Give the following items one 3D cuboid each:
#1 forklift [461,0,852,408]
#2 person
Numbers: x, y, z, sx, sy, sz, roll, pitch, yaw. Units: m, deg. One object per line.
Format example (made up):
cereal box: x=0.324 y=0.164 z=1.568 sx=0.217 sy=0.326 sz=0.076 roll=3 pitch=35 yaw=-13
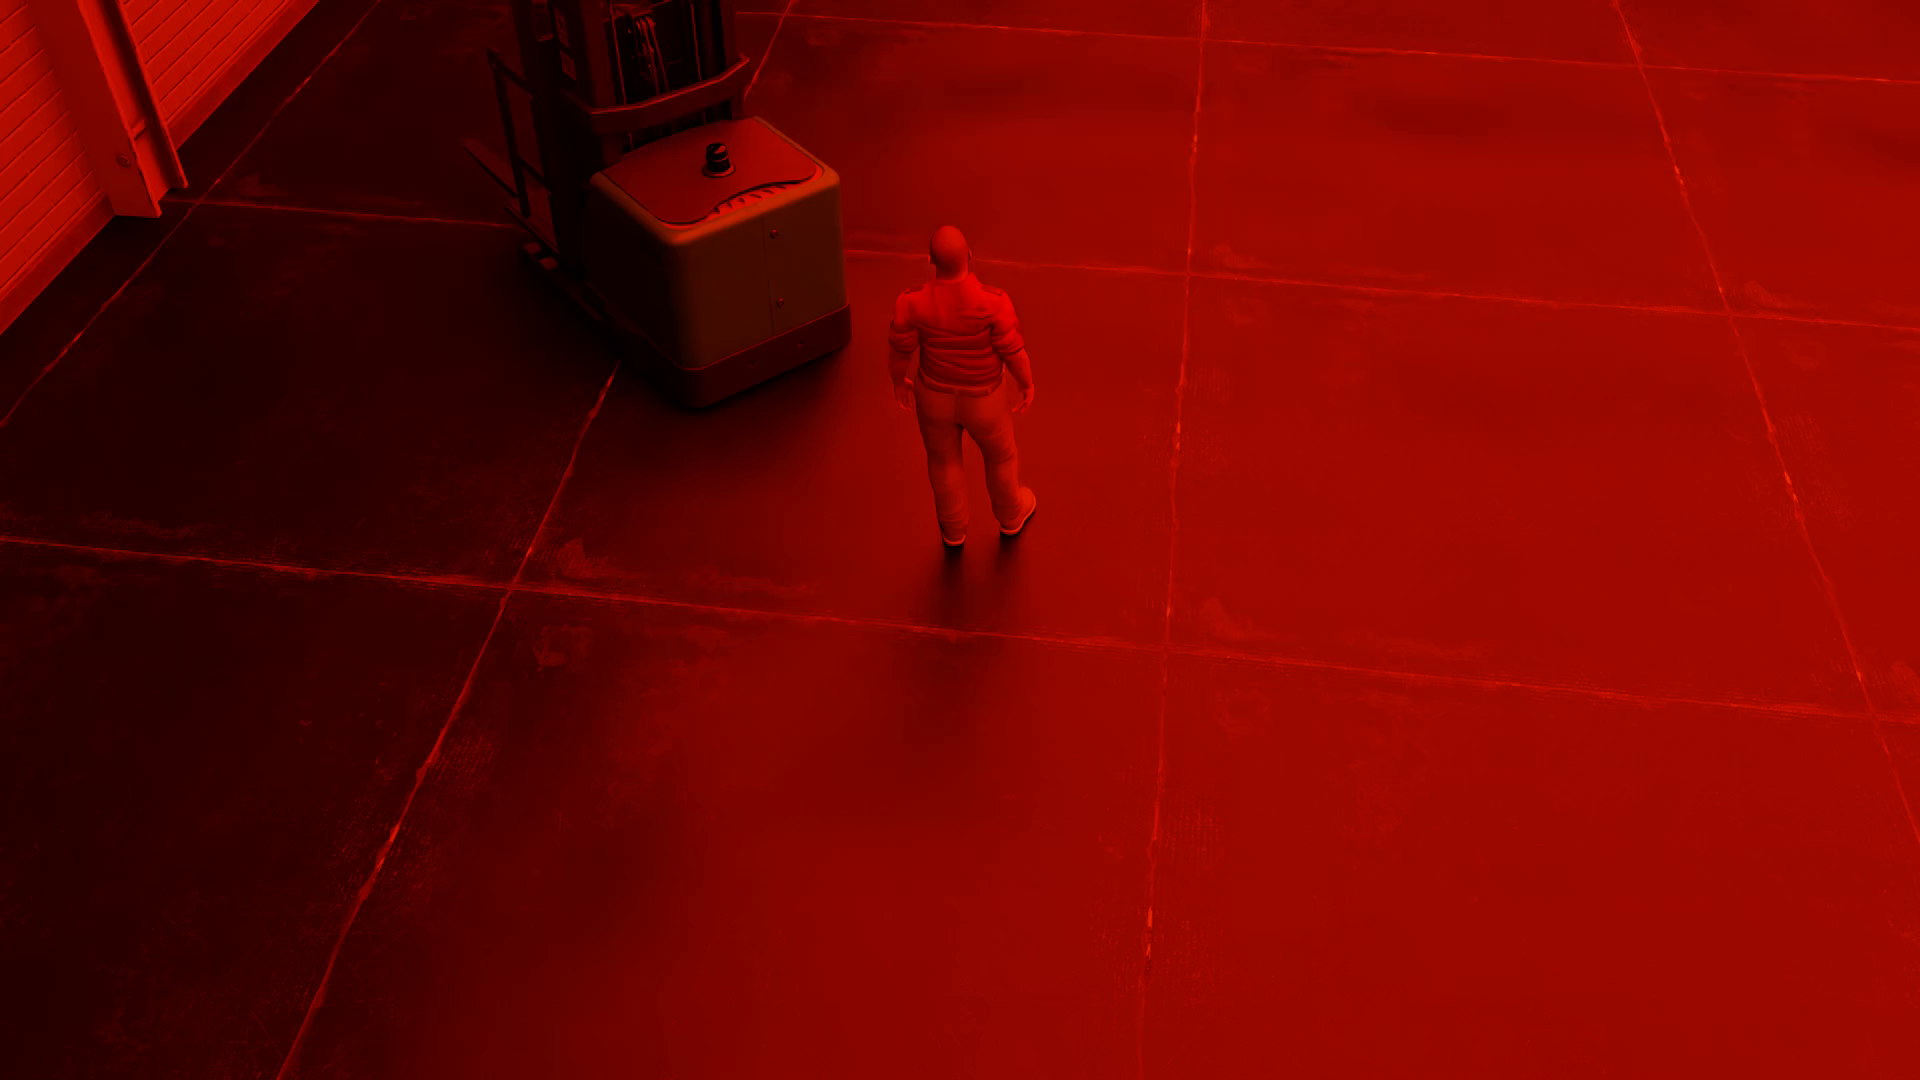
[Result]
forklift: x=-1.882 y=-2.702 z=8.666 sx=1.130 sy=2.935 sz=3.031 roll=-28 pitch=49 yaw=-27
person: x=0.024 y=-0.701 z=7.366 sx=0.640 sy=1.727 sz=0.551 roll=5 pitch=43 yaw=6
